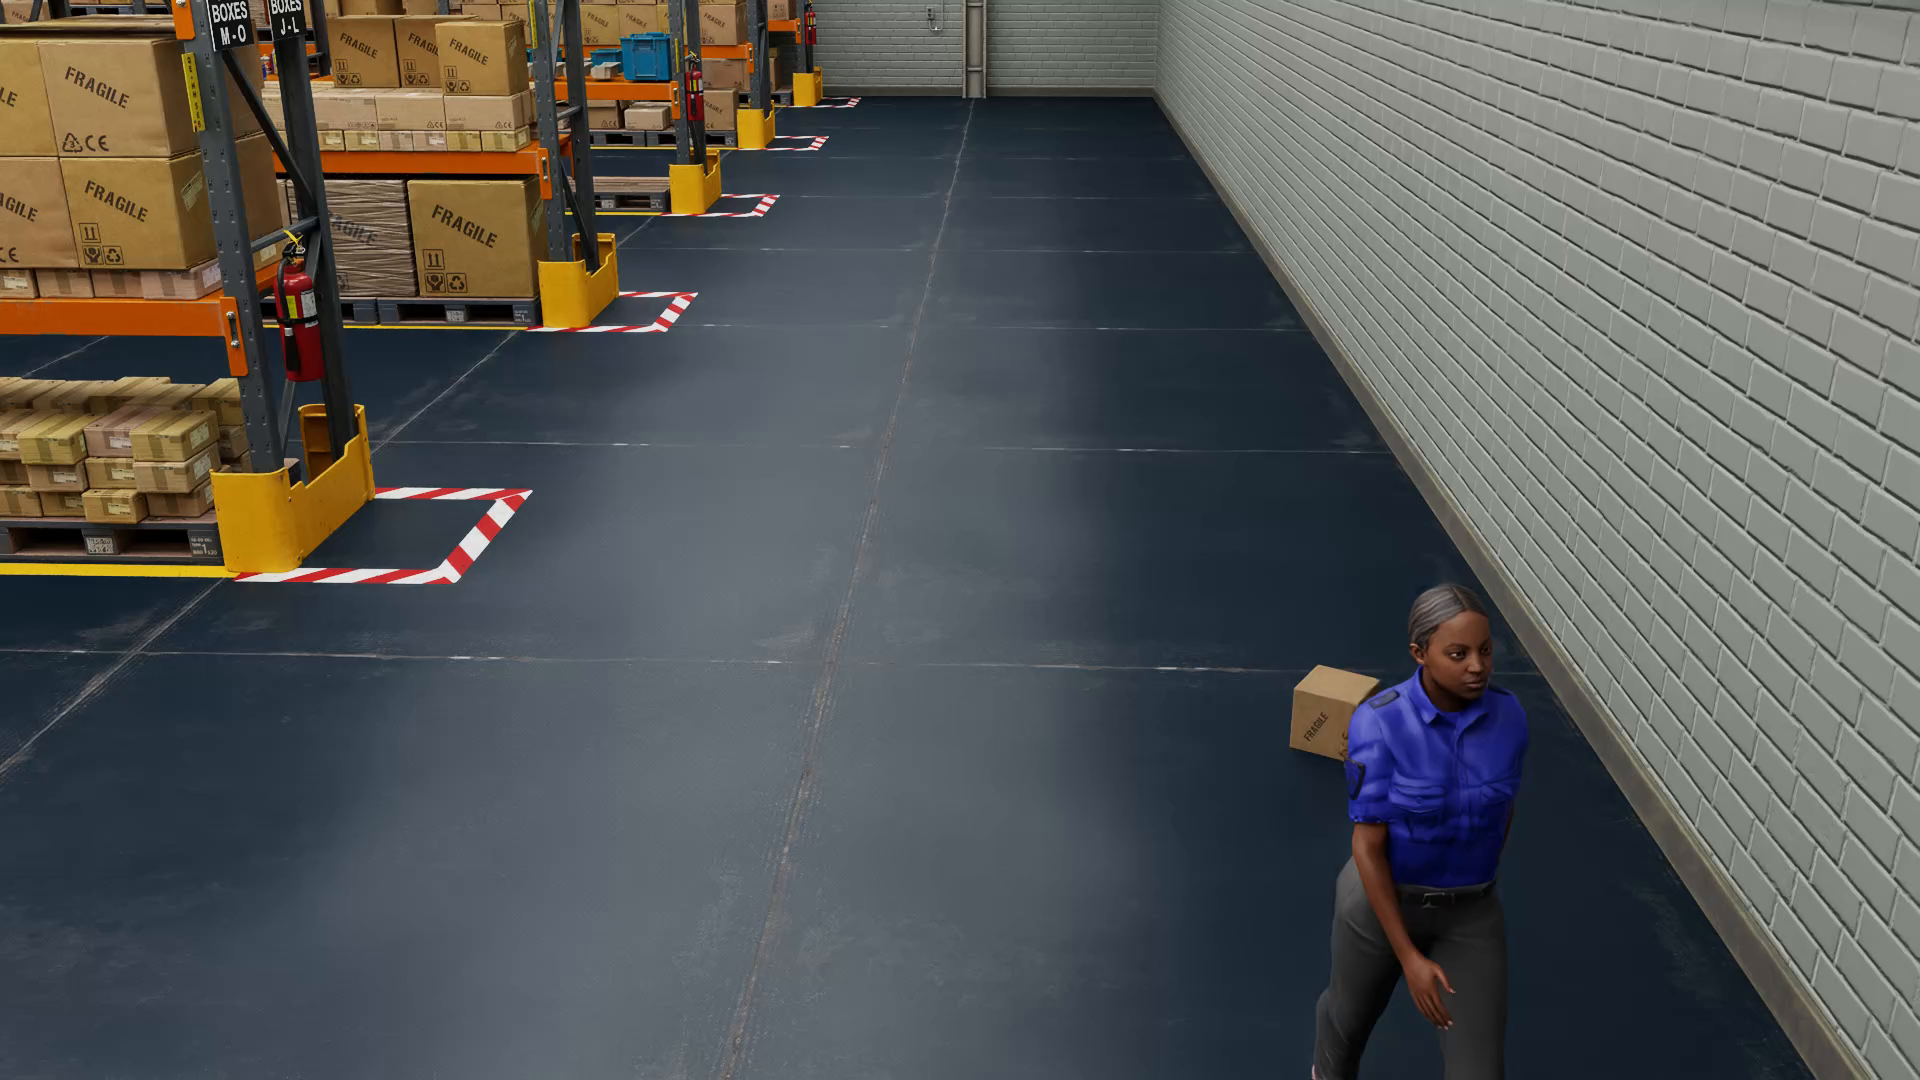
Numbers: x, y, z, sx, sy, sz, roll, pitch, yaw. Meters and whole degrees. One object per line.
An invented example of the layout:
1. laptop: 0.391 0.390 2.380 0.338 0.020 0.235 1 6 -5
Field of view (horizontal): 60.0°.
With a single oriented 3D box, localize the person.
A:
1. person: 1.072 0.875 3.764 0.443 1.604 0.967 -1 21 -3
